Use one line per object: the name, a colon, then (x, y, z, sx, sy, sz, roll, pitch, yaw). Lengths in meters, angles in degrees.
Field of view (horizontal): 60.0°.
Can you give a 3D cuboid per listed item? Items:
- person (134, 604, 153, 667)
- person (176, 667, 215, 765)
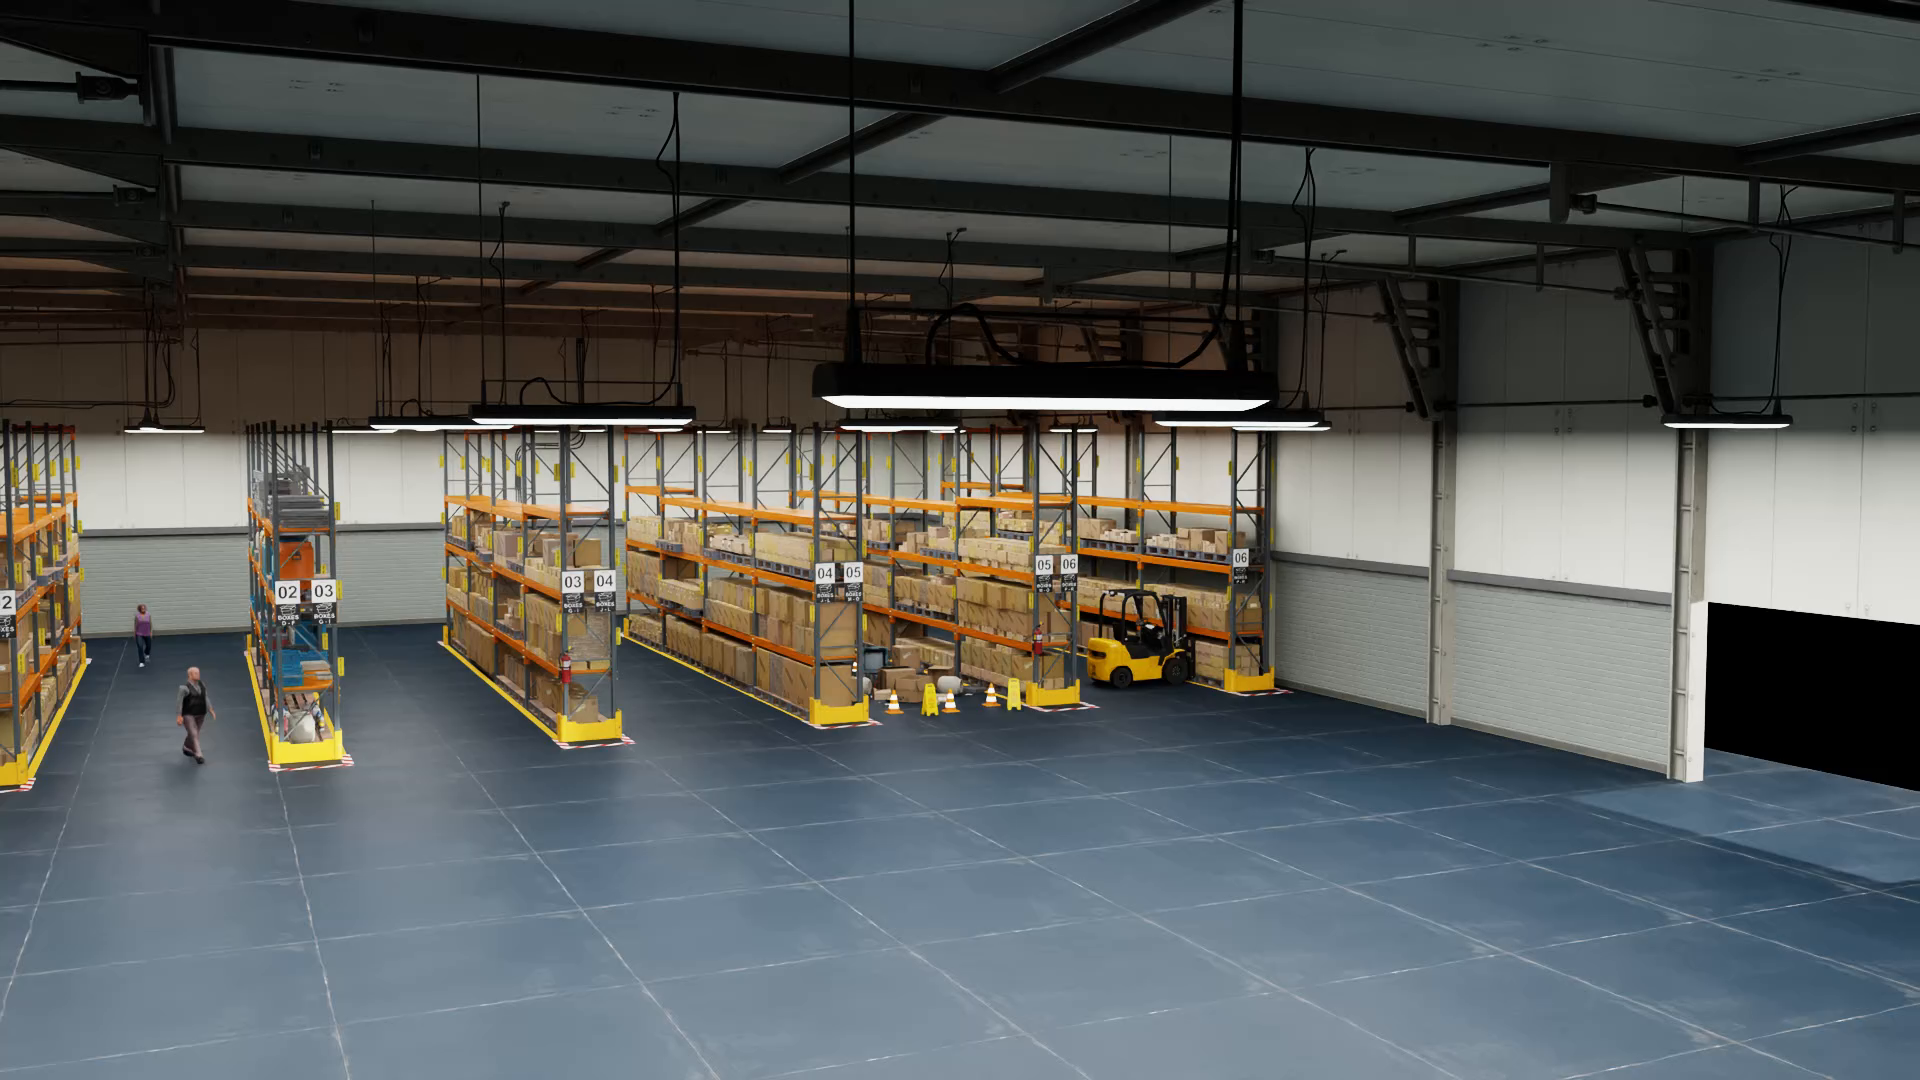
person: (-20.278, 2.347, 41.297, 0.417, 1.562, 0.768, -2, 4, -27)
person: (-13.403, 3.050, 29.102, 1.110, 1.660, 0.611, 3, 5, 38)
